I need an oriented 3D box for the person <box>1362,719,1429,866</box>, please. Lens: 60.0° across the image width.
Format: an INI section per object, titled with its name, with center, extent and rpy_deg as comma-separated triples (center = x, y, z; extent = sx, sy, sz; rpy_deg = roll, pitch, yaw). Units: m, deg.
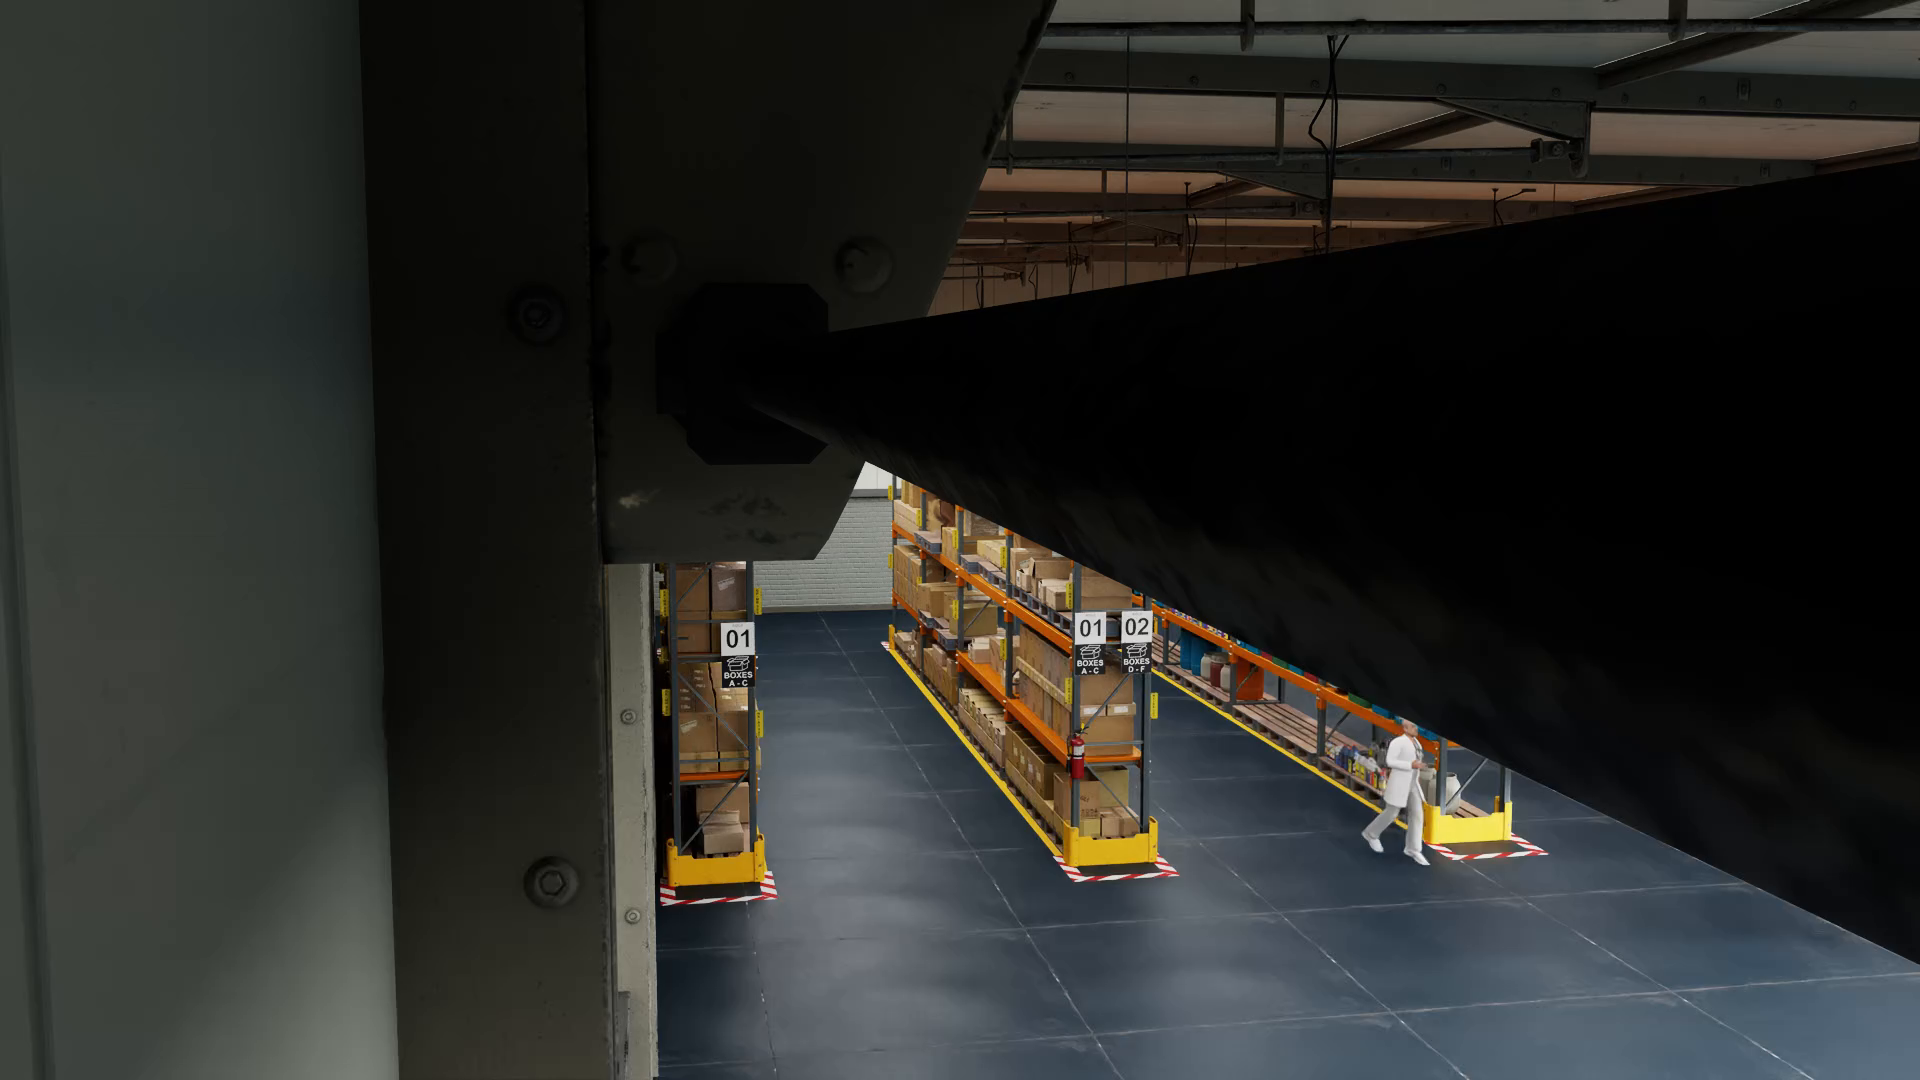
[person]
center = 5.642, 3.255, 21.220
extent = 0.714, 1.617, 0.950
rpy_deg = -5, 8, -37
